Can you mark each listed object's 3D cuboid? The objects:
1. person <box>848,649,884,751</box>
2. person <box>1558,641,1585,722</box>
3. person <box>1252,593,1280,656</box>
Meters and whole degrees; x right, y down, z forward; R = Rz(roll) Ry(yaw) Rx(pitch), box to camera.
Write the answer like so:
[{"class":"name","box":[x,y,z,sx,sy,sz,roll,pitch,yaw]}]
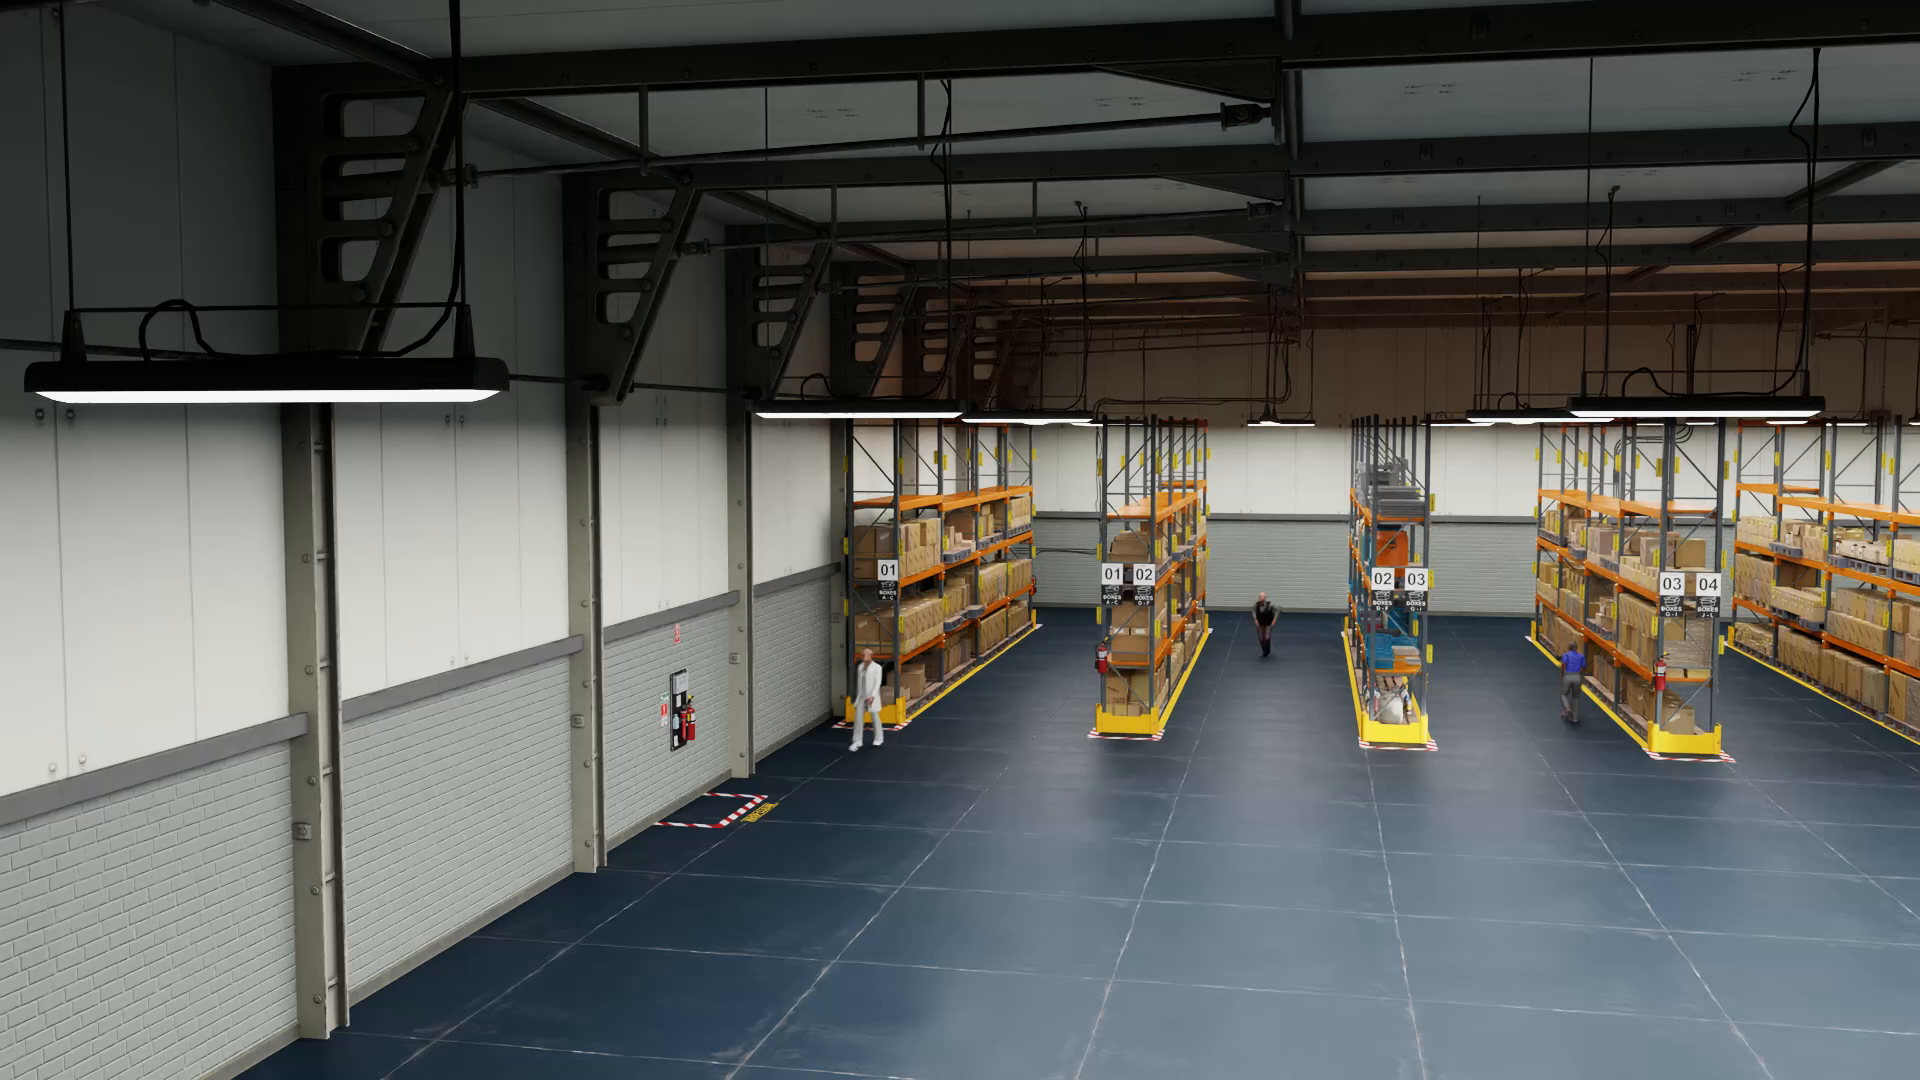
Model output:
[{"class":"person","box":[-1.691,2.852,29.845,0.605,1.780,0.890,2,5,33]},{"class":"person","box":[12.065,2.779,32.802,0.514,1.534,0.704,1,4,14]},{"class":"person","box":[7.692,2.125,41.791,0.710,1.633,0.705,1,4,20]}]
